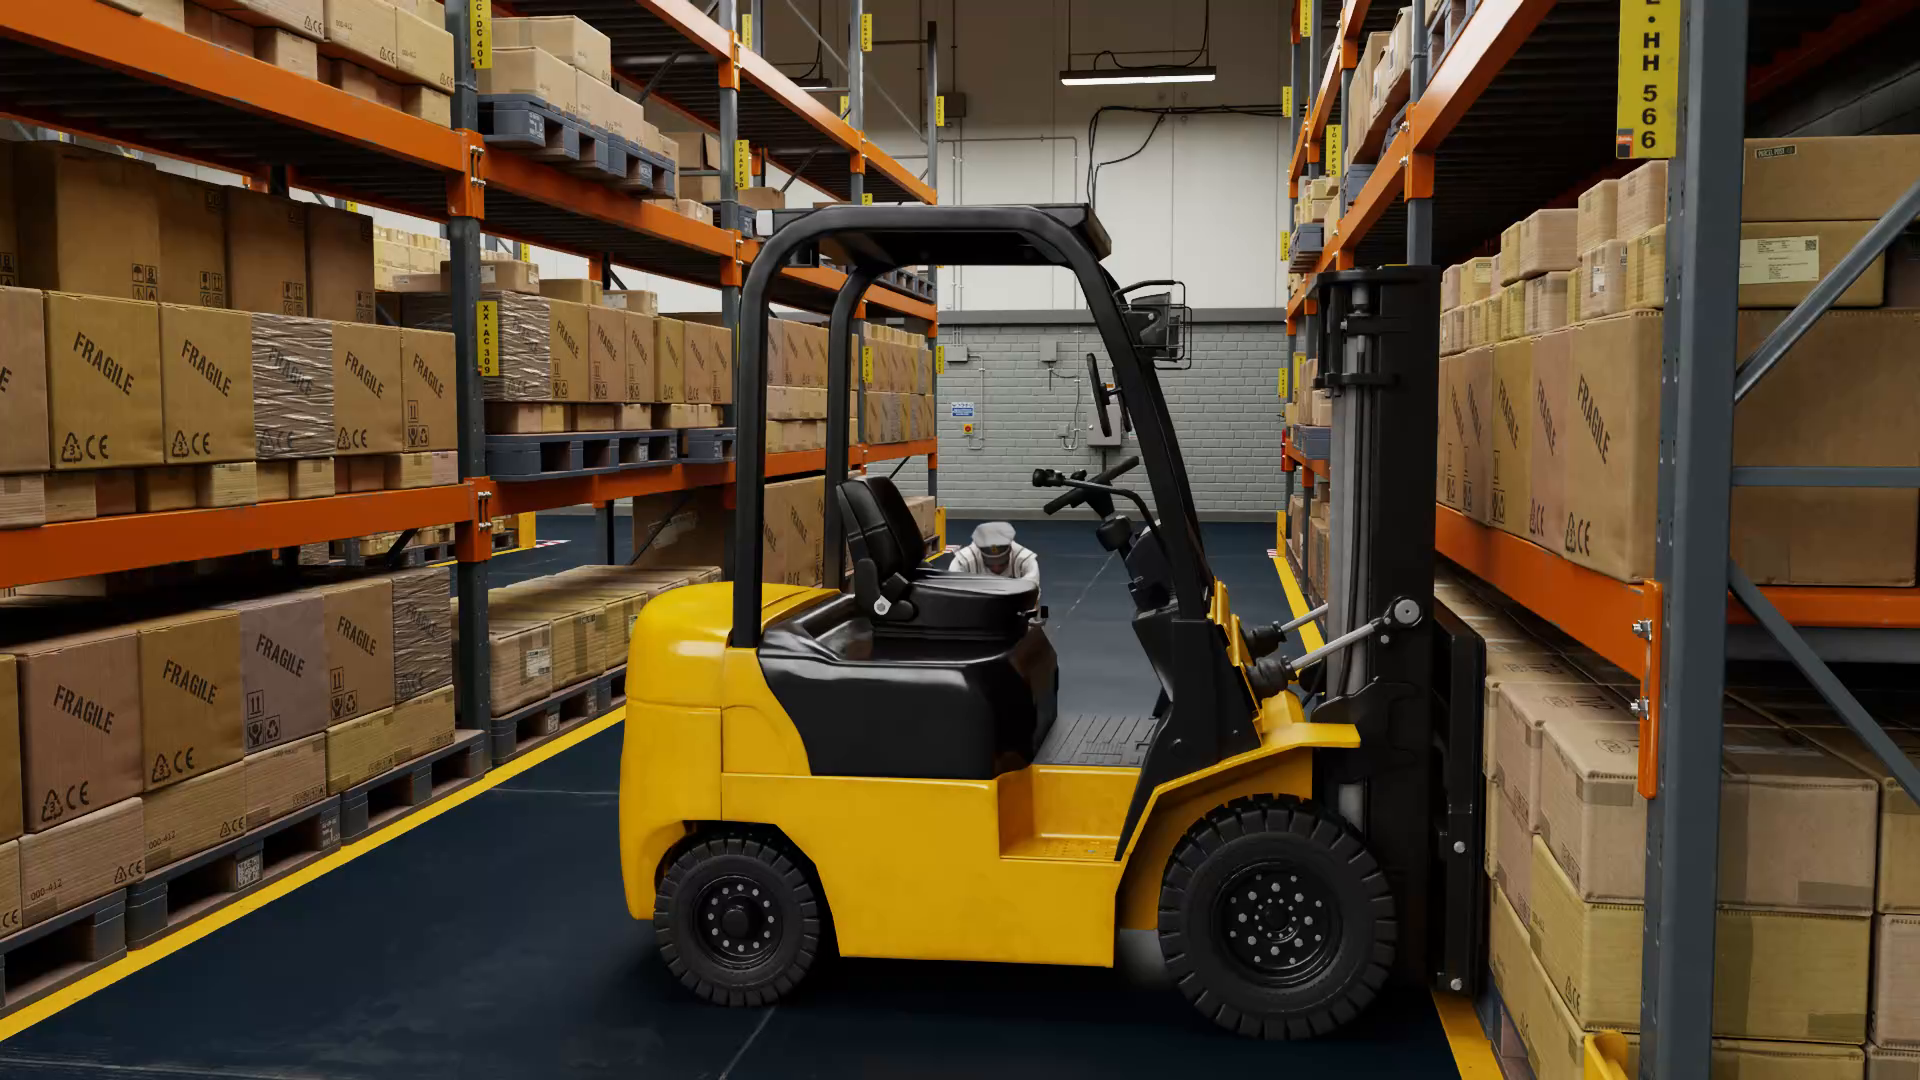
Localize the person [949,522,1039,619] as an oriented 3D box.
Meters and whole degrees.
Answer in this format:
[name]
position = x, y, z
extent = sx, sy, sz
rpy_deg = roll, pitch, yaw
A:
[person]
position = 0.185, 0.384, 9.526
extent = 0.561, 1.009, 0.903
rpy_deg = 1, 4, 9
